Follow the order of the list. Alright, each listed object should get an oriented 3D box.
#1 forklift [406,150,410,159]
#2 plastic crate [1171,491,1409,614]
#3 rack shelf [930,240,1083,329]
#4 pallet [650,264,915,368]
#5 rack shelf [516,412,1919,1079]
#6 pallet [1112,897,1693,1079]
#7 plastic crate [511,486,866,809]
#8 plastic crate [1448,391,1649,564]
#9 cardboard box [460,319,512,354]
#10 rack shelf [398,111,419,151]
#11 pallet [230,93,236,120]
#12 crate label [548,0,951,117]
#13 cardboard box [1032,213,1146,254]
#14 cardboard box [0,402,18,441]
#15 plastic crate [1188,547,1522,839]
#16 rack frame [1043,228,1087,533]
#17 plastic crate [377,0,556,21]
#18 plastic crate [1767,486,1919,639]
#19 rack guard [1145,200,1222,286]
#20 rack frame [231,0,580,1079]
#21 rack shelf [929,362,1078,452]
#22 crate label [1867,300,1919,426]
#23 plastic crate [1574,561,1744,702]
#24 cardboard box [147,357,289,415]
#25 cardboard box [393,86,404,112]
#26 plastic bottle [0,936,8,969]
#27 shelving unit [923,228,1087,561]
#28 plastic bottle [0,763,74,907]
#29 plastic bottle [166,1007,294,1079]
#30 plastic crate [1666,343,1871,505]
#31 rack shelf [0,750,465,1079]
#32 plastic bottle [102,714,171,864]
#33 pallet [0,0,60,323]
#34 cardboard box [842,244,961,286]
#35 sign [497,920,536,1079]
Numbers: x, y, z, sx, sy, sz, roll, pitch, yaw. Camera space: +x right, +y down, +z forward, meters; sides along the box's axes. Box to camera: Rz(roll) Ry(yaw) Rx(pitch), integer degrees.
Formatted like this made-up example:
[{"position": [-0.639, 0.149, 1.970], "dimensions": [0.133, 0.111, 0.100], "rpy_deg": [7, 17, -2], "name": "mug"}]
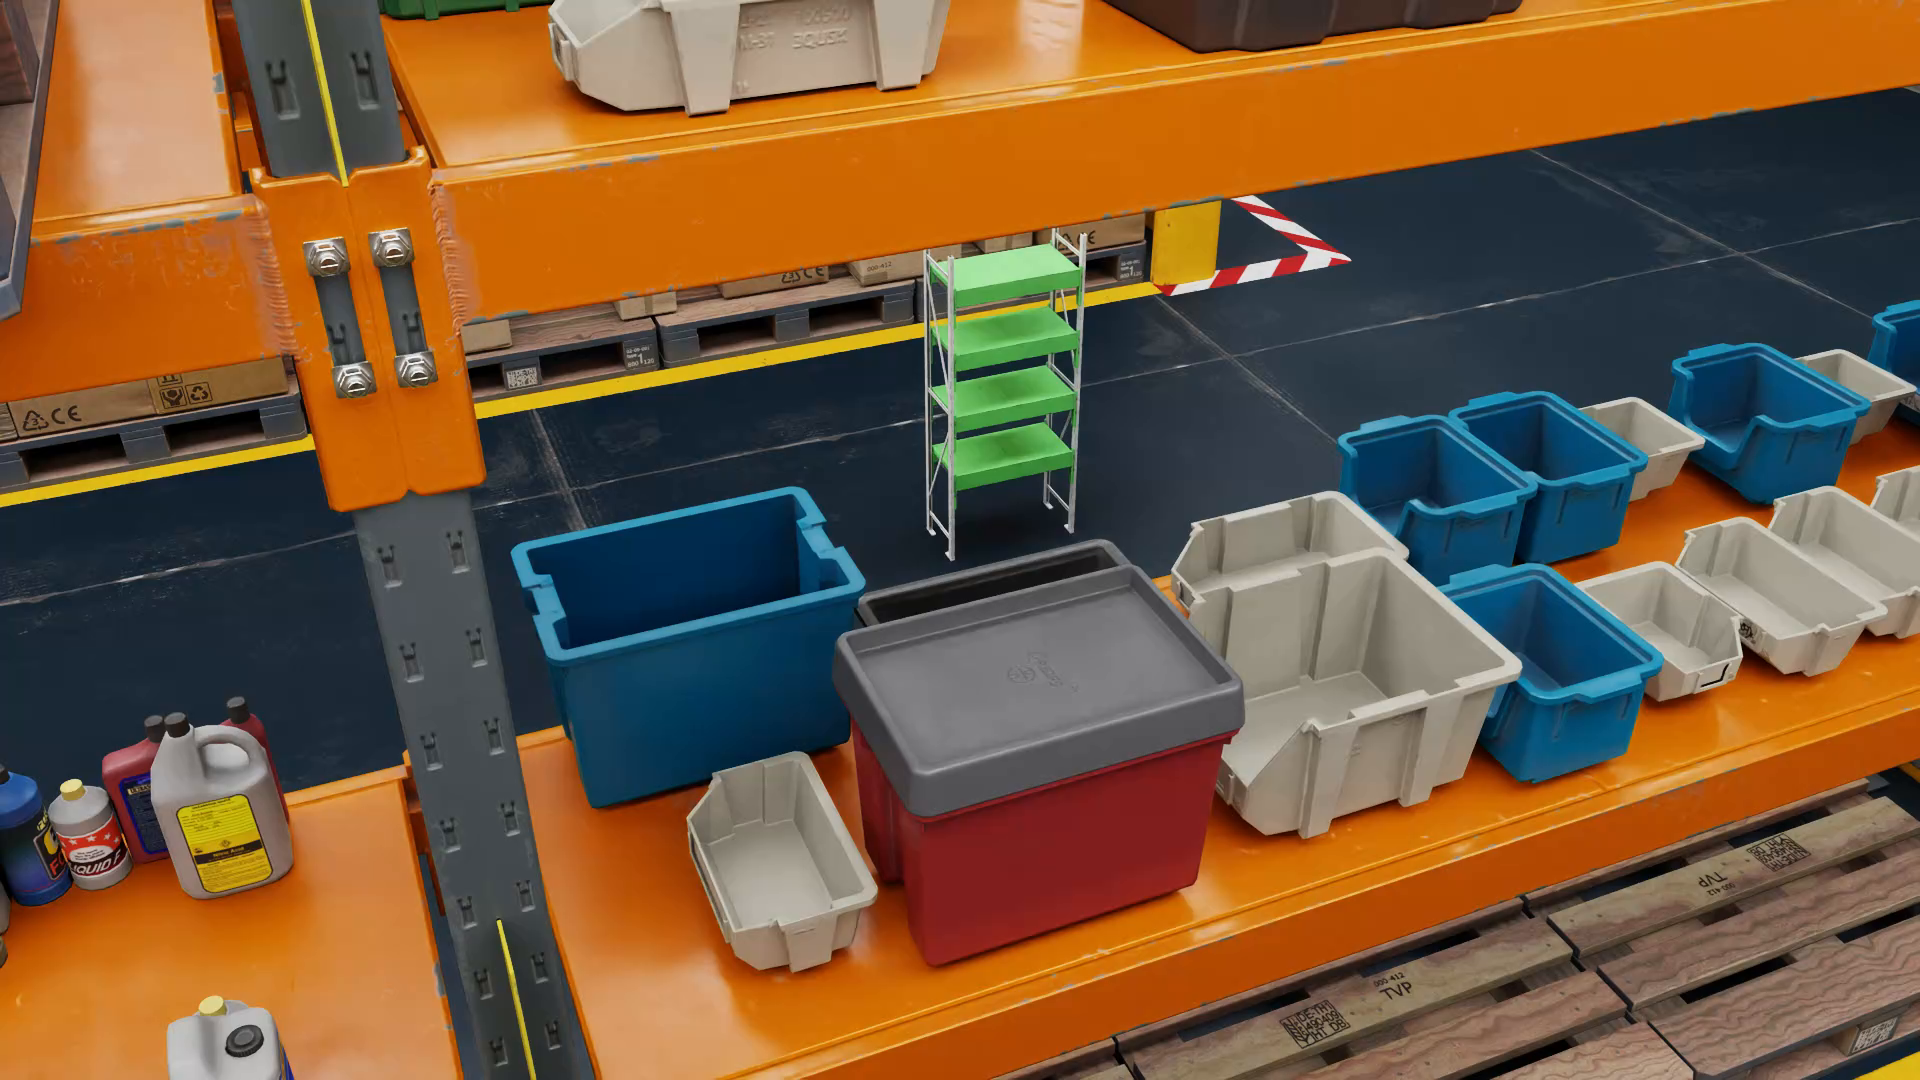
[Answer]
[{"position": [-2.138, -3.510, 8.958], "dimensions": [3.031, 2.935, 1.130], "rpy_deg": [-12, 35, -18], "name": "forklift"}, {"position": [0.691, 0.064, 3.588], "dimensions": [0.466, 0.136, 0.293], "rpy_deg": [-13, 35, -19], "name": "plastic crate"}, {"position": [0.153, -0.887, 5.750], "dimensions": [0.480, 0.148, 0.258], "rpy_deg": [-13, 35, -19], "name": "rack shelf"}, {"position": [-0.952, -1.229, 7.946], "dimensions": [1.213, 0.211, 1.003], "rpy_deg": [-13, 35, -19], "name": "pallet"}, {"position": [1.046, 0.377, 3.580], "dimensions": [4.000, 0.370, 1.077], "rpy_deg": [-13, 35, -19], "name": "rack shelf"}, {"position": [0.991, 1.232, 4.163], "dimensions": [1.213, 0.211, 1.003], "rpy_deg": [-13, 35, -19], "name": "pallet"}, {"position": [-0.500, 0.209, 3.138], "dimensions": [0.575, 0.384, 0.392], "rpy_deg": [-13, 35, -19], "name": "plastic crate"}, {"position": [1.321, -0.137, 3.809], "dimensions": [0.300, 0.233, 0.416], "rpy_deg": [-13, 35, -19], "name": "plastic crate"}, {"position": [-2.242, -1.031, 7.146], "dimensions": [0.500, 0.311, 0.500], "rpy_deg": [-13, 35, -19], "name": "cardboard box"}, {"position": [-0.868, -2.115, 7.409], "dimensions": [4.000, 0.370, 1.077], "rpy_deg": [-13, 35, -19], "name": "rack shelf"}, {"position": [-3.491, -1.800, 6.442], "dimensions": [1.213, 0.211, 1.003], "rpy_deg": [-13, 35, -19], "name": "pallet"}, {"position": [-0.235, -0.607, 1.924], "dimensions": [0.466, 0.136, 0.293], "rpy_deg": [-13, 35, -19], "name": "crate label"}, {"position": [0.570, -1.736, 8.057], "dimensions": [0.500, 0.500, 0.500], "rpy_deg": [-13, 35, -19], "name": "cardboard box"}, {"position": [-3.978, -0.677, 6.428], "dimensions": [0.500, 0.500, 0.500], "rpy_deg": [-12, 35, -18], "name": "cardboard box"}, {"position": [0.681, 0.292, 3.104], "dimensions": [0.530, 0.282, 0.437], "rpy_deg": [-13, 35, -19], "name": "plastic crate"}, {"position": [0.378, -0.589, 6.056], "dimensions": [0.015, 1.200, 0.240], "rpy_deg": [-13, 35, -19], "name": "rack frame"}, {"position": [-0.525, -0.912, 2.346], "dimensions": [0.662, 0.188, 0.450], "rpy_deg": [-13, 35, -19], "name": "plastic crate"}, {"position": [1.935, 0.056, 3.601], "dimensions": [0.243, 0.136, 0.396], "rpy_deg": [-13, 35, -19], "name": "plastic crate"}, {"position": [0.906, -1.775, 8.519], "dimensions": [0.348, 0.500, 1.175], "rpy_deg": [-13, 35, -19], "name": "rack guard"}, {"position": [-0.797, 0.499, 2.732], "dimensions": [0.053, 2.616, 0.949], "rpy_deg": [-13, 35, -19], "name": "rack frame"}, {"position": [0.153, -0.484, 6.011], "dimensions": [0.480, 0.148, 0.258], "rpy_deg": [-13, 35, -19], "name": "rack shelf"}, {"position": [2.535, -0.415, 4.236], "dimensions": [0.303, 0.233, 0.416], "rpy_deg": [-13, 35, -19], "name": "crate label"}, {"position": [1.422, 0.199, 3.381], "dimensions": [0.250, 0.136, 0.298], "rpy_deg": [-13, 35, -19], "name": "plastic crate"}, {"position": [-3.056, -0.882, 6.744], "dimensions": [0.500, 0.500, 0.500], "rpy_deg": [-13, 35, -19], "name": "cardboard box"}, {"position": [-2.137, -2.006, 6.492], "dimensions": [0.500, 0.500, 0.500], "rpy_deg": [-12, 35, -18], "name": "cardboard box"}, {"position": [-1.644, 0.623, 2.724], "dimensions": [0.097, 0.201, 0.097], "rpy_deg": [0, 33, 0], "name": "plastic bottle"}, {"position": [0.153, -0.538, 5.976], "dimensions": [0.503, 1.200, 0.258], "rpy_deg": [-13, 35, -19], "name": "shelving unit"}, {"position": [-1.614, 0.497, 2.854], "dimensions": [0.097, 0.271, 0.097], "rpy_deg": [0, 33, 0], "name": "plastic bottle"}, {"position": [-1.037, 0.795, 2.391], "dimensions": [0.135, 0.276, 0.152], "rpy_deg": [-13, 35, -19], "name": "plastic bottle"}, {"position": [1.928, -0.276, 4.023], "dimensions": [0.300, 0.233, 0.416], "rpy_deg": [-13, 35, -19], "name": "plastic crate"}, {"position": [-2.642, 1.221, 2.282], "dimensions": [4.000, 0.370, 1.077], "rpy_deg": [-13, 35, -19], "name": "rack shelf"}, {"position": [-1.425, 0.438, 2.934], "dimensions": [0.133, 0.283, 0.061], "rpy_deg": [-13, 35, -19], "name": "plastic bottle"}, {"position": [-1.483, -0.466, 1.638], "dimensions": [1.003, 0.211, 1.213], "rpy_deg": [-13, 35, -19], "name": "pallet"}, {"position": [-0.318, -1.446, 7.840], "dimensions": [0.500, 0.250, 0.500], "rpy_deg": [-13, 35, -19], "name": "cardboard box"}, {"position": [-0.587, 0.659, 2.234], "dimensions": [0.005, 0.325, 0.100], "rpy_deg": [-13, 35, -19], "name": "sign"}]
